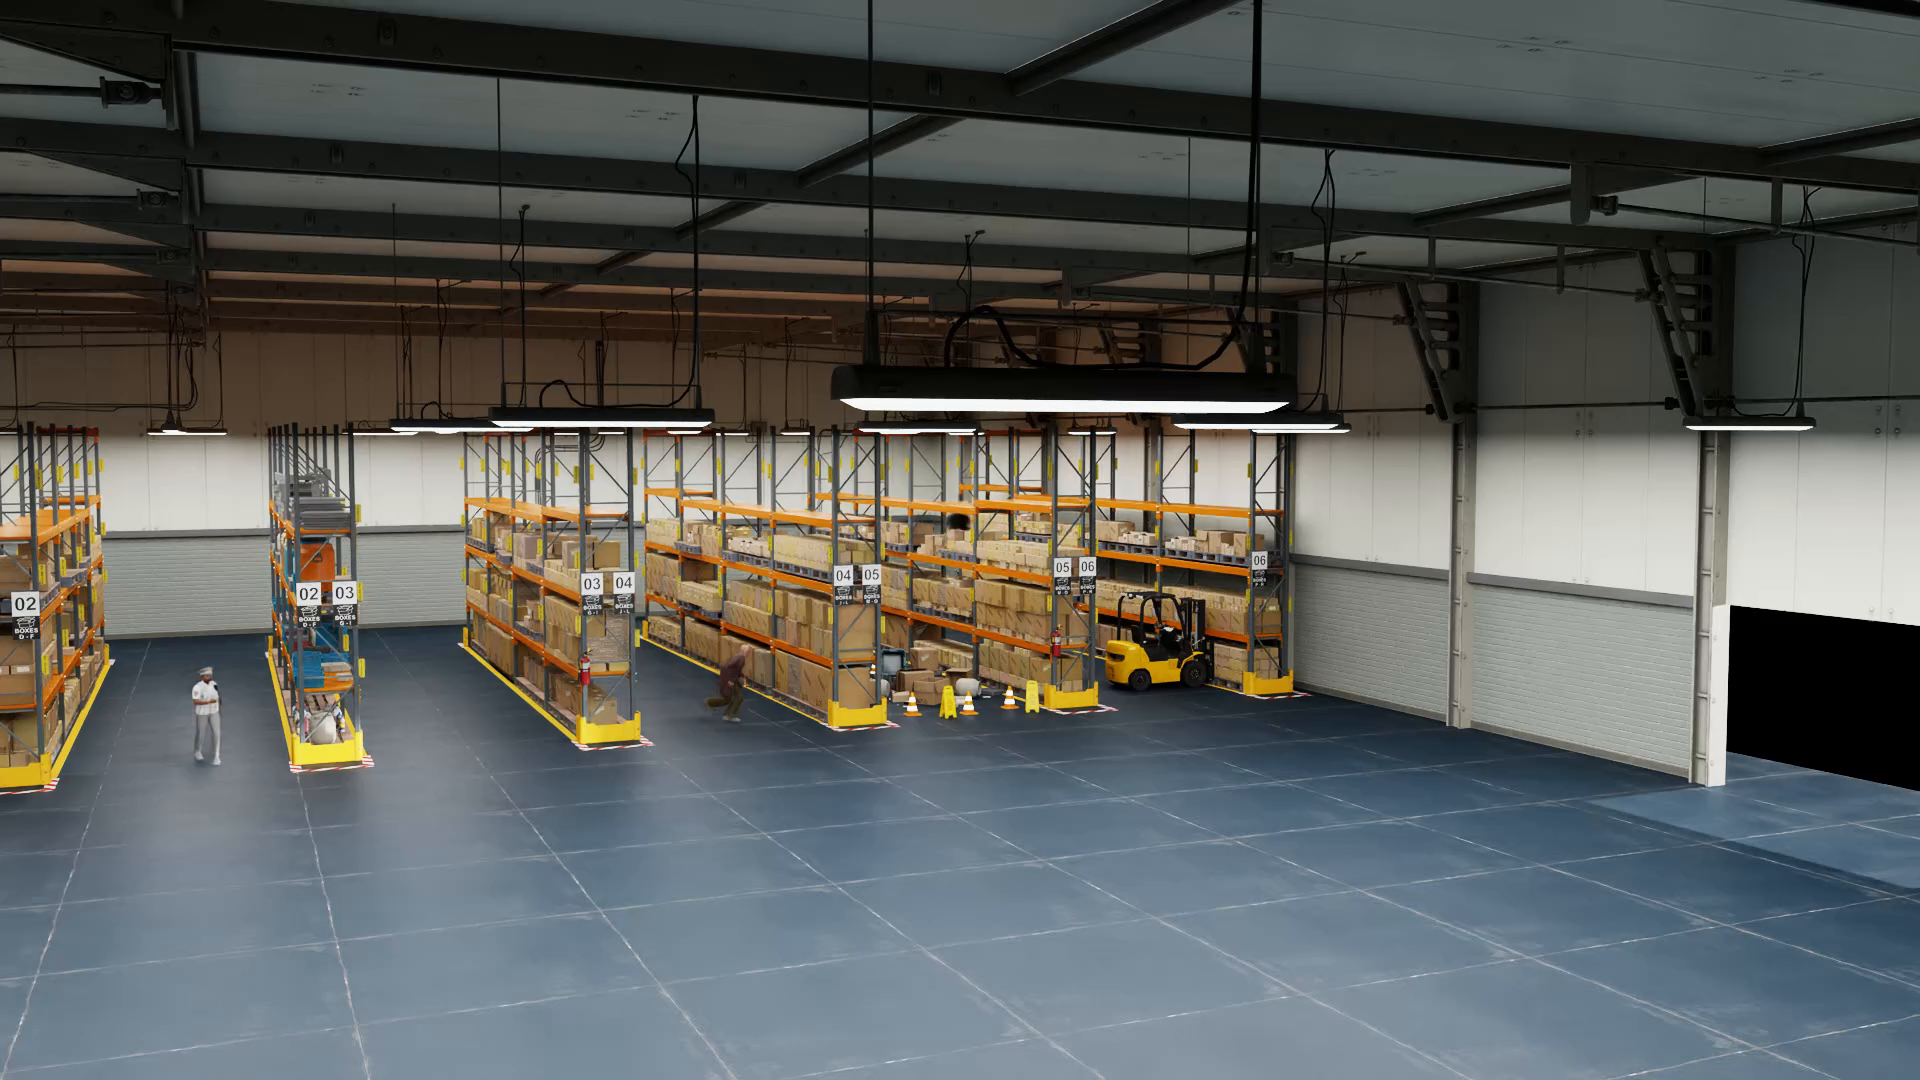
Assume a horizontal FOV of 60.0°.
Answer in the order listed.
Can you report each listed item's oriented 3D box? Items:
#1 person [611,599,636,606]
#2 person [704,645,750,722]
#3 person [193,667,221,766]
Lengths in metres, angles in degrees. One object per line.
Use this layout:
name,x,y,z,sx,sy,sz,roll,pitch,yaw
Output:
person,-9.809,1.945,48.296,0.668,1.754,0.835,3,4,37
person,-4.727,2.890,33.658,1.044,1.583,0.719,1,4,21
person,-13.249,3.091,29.243,0.518,1.749,0.847,-3,5,-44
